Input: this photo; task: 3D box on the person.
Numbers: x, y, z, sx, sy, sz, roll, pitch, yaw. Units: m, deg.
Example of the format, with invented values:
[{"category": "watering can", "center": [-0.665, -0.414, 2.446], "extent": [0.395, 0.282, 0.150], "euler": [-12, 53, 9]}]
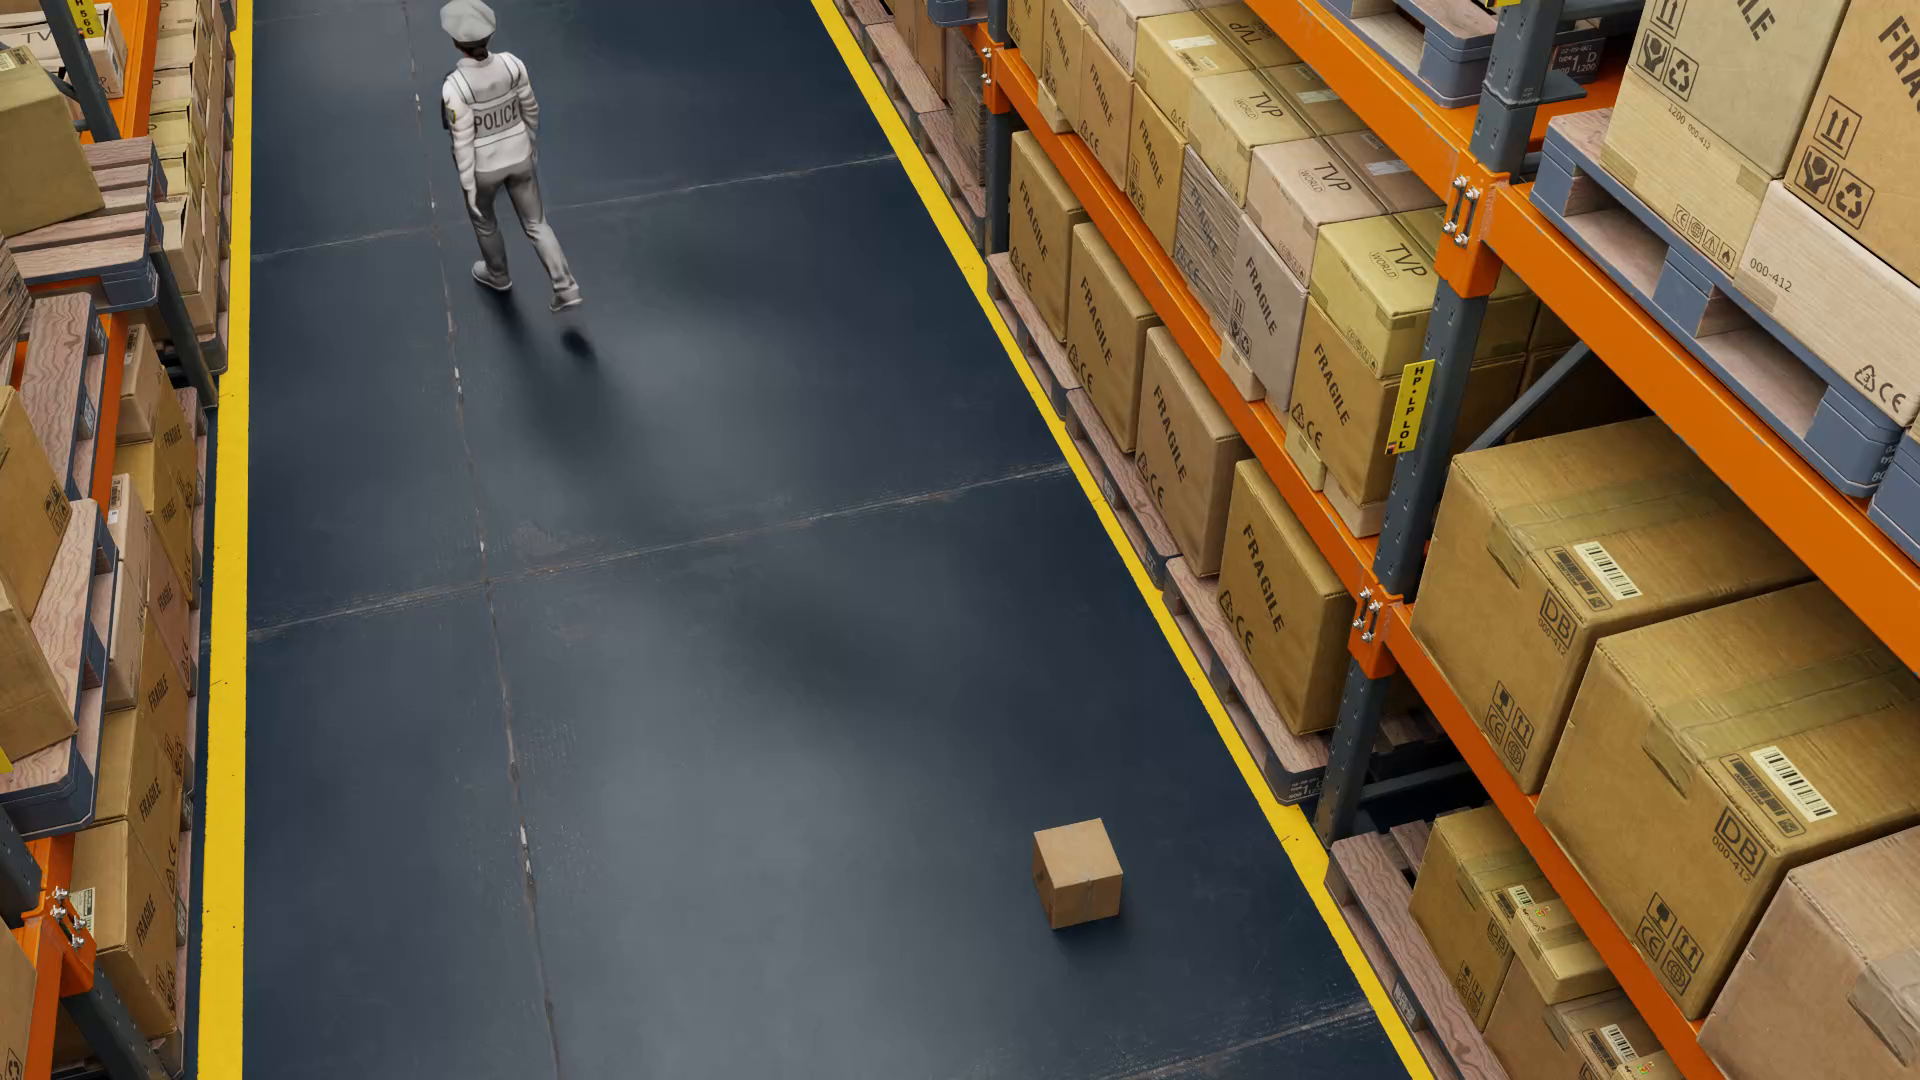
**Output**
[{"category": "person", "center": [-2.249, -1.861, 8.158], "extent": [0.498, 1.650, 0.897], "euler": [-29, 50, -28]}]
